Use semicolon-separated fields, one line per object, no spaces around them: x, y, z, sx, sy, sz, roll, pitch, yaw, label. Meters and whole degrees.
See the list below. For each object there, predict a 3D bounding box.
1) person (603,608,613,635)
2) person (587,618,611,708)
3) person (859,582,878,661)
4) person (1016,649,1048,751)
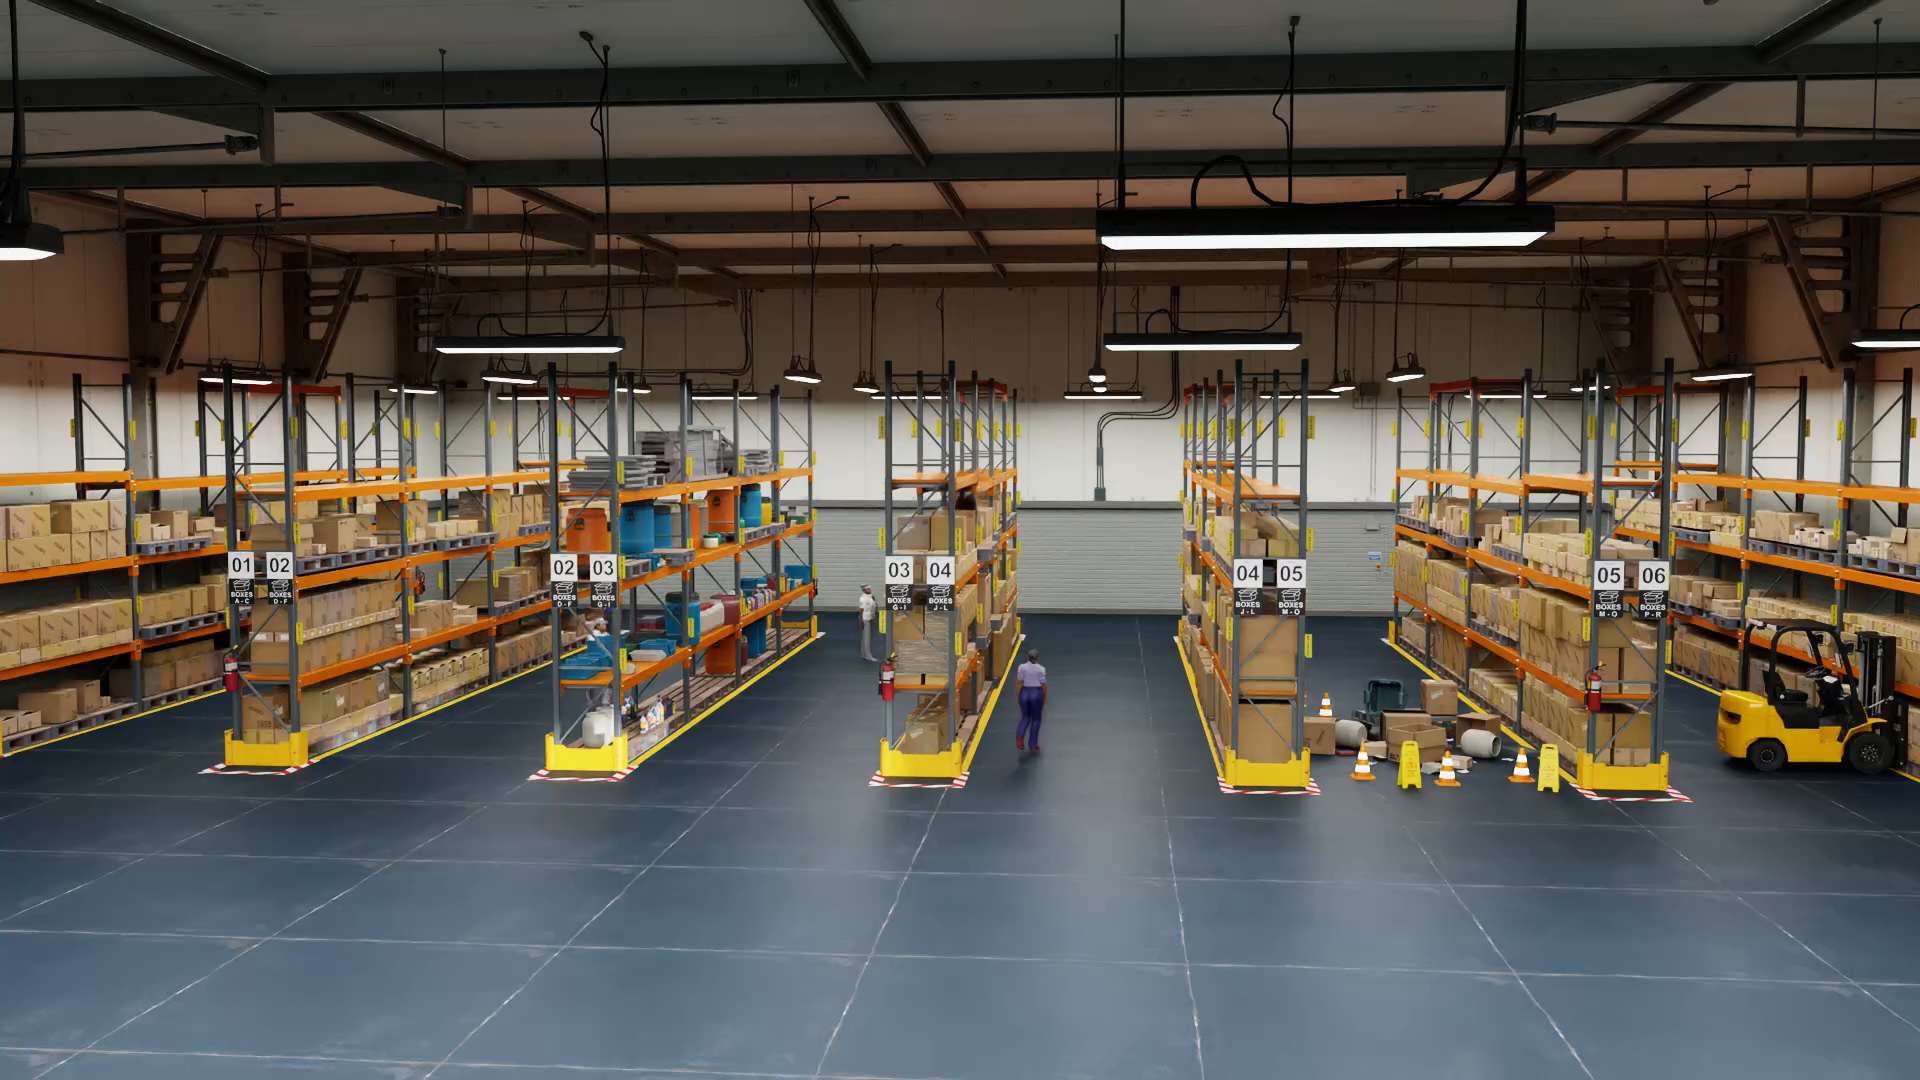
-7.855;1.839;37.406;0.412;1.408;0.928;1;4;10;person
-6.488;2.228;30.039;0.567;1.650;0.589;-2;4;-29;person
-1.981;1.776;36.399;0.499;1.710;0.467;2;4;22;person
1.140;2.483;25.906;0.492;1.606;0.473;2;4;33;person
